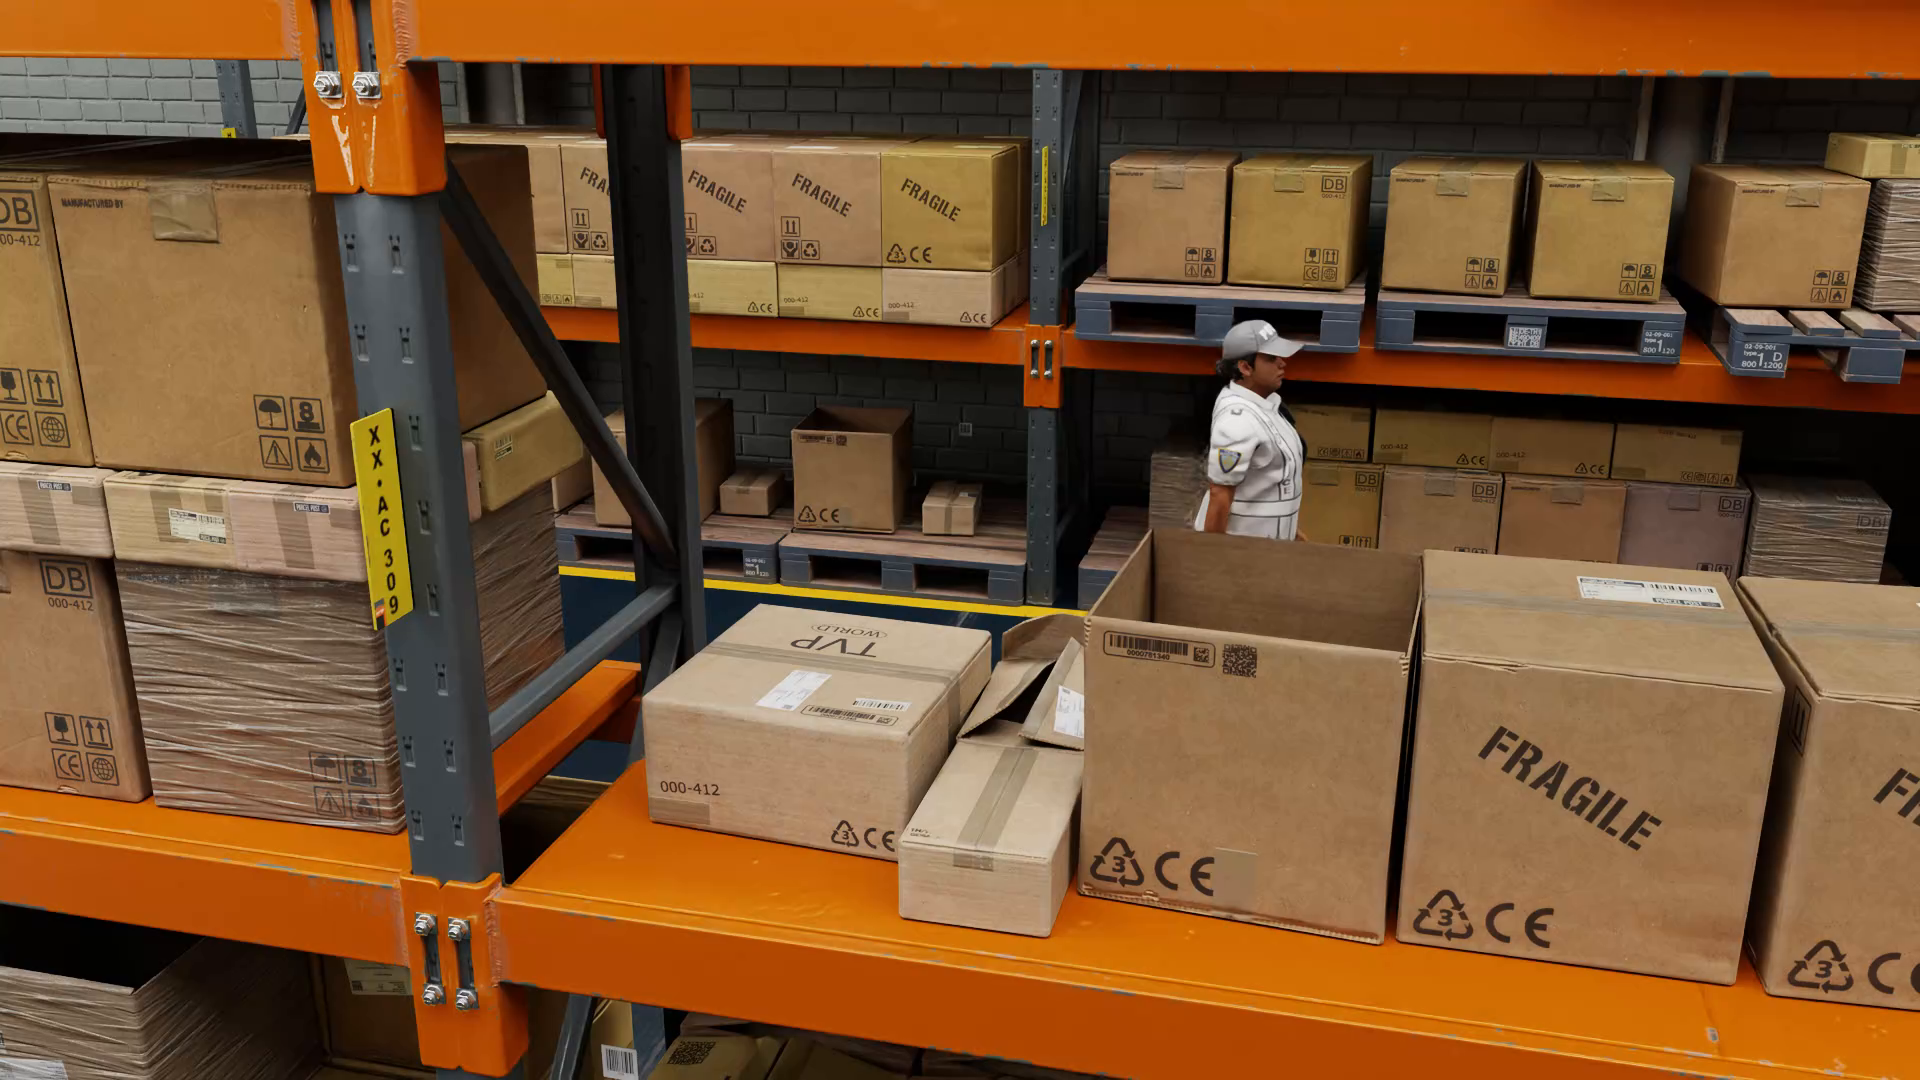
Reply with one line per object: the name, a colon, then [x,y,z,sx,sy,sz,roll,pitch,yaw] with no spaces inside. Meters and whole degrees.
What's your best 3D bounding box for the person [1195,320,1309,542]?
person: [1.031,-0.007,6.061,0.999,1.612,0.475,3,19,9]
